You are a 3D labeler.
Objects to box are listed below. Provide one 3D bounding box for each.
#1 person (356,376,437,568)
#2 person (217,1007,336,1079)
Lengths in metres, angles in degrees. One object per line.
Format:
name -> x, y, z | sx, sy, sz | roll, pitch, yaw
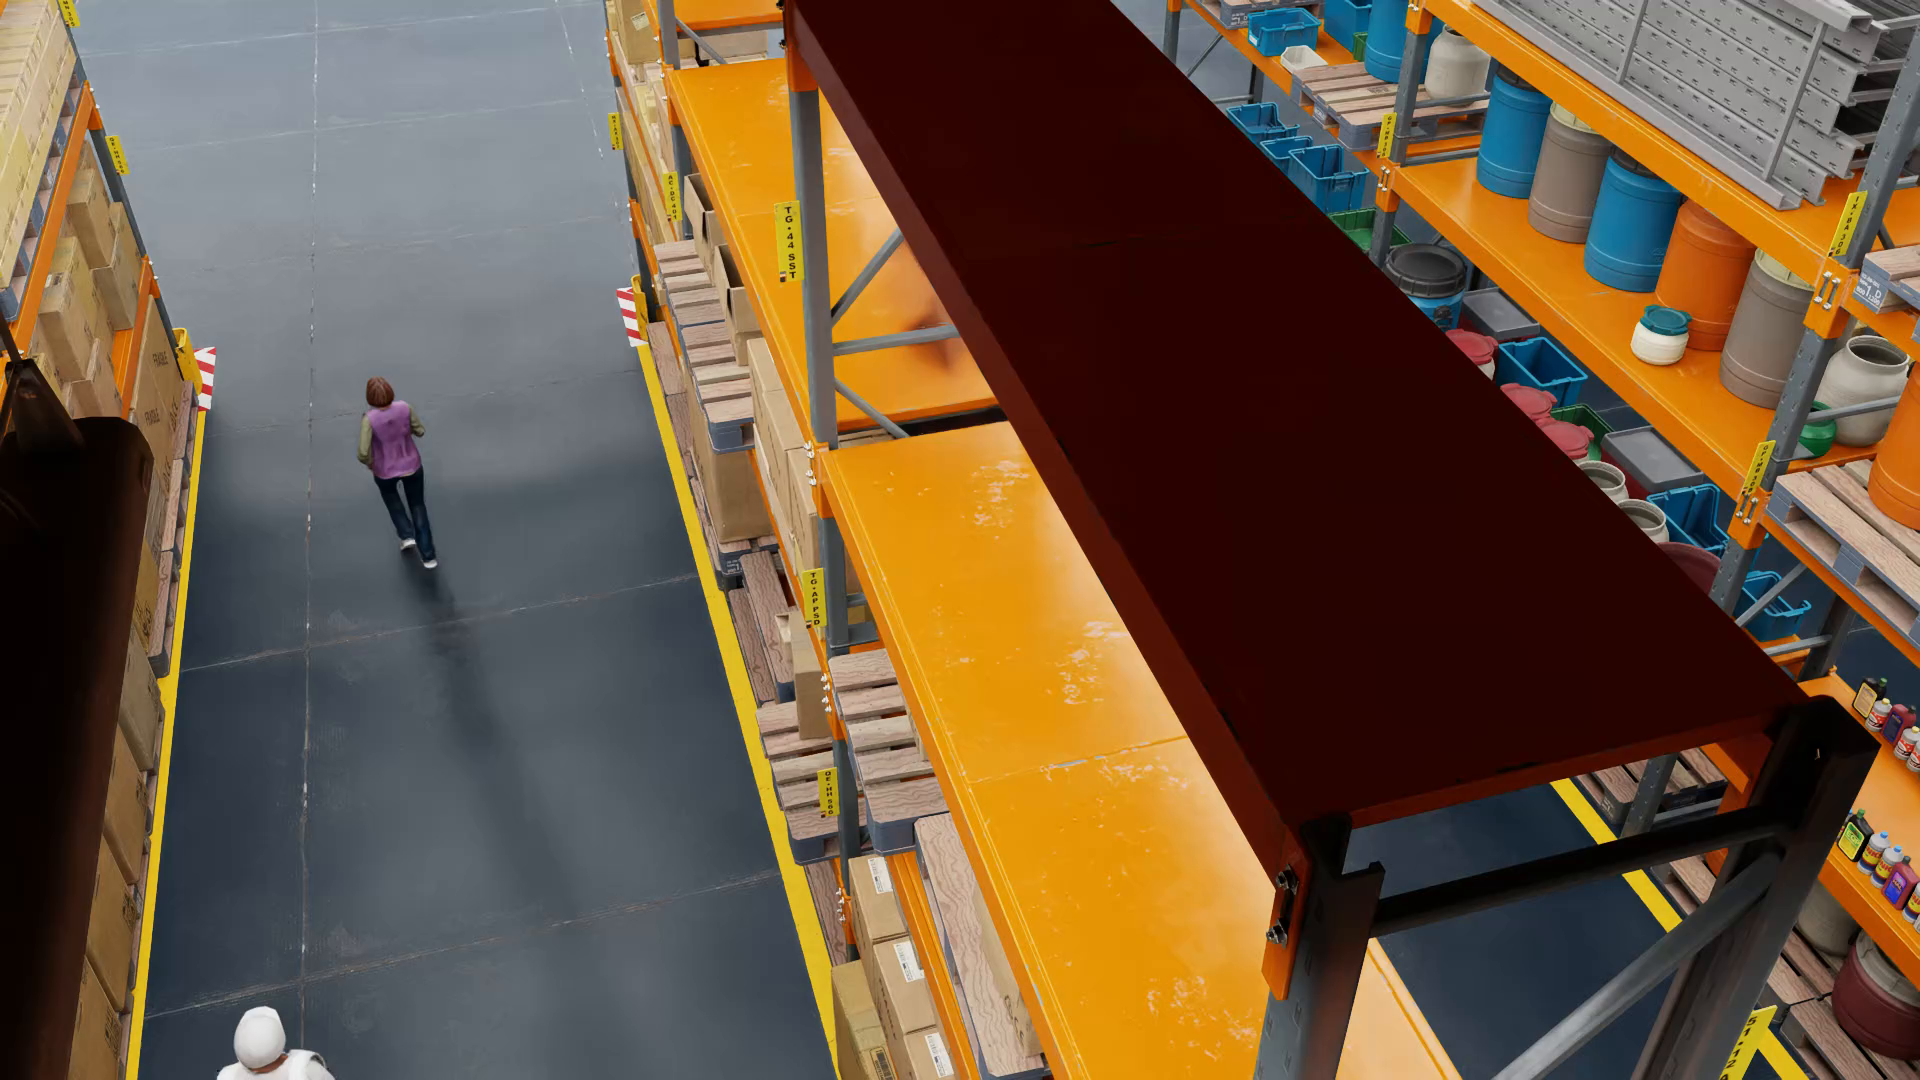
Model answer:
person -> -4.113, -0.499, 12.170 | 0.514, 1.639, 0.666 | -17, 42, -21
person -> -3.098, 2.818, 7.813 | 0.677, 1.793, 0.862 | -10, 40, -13
